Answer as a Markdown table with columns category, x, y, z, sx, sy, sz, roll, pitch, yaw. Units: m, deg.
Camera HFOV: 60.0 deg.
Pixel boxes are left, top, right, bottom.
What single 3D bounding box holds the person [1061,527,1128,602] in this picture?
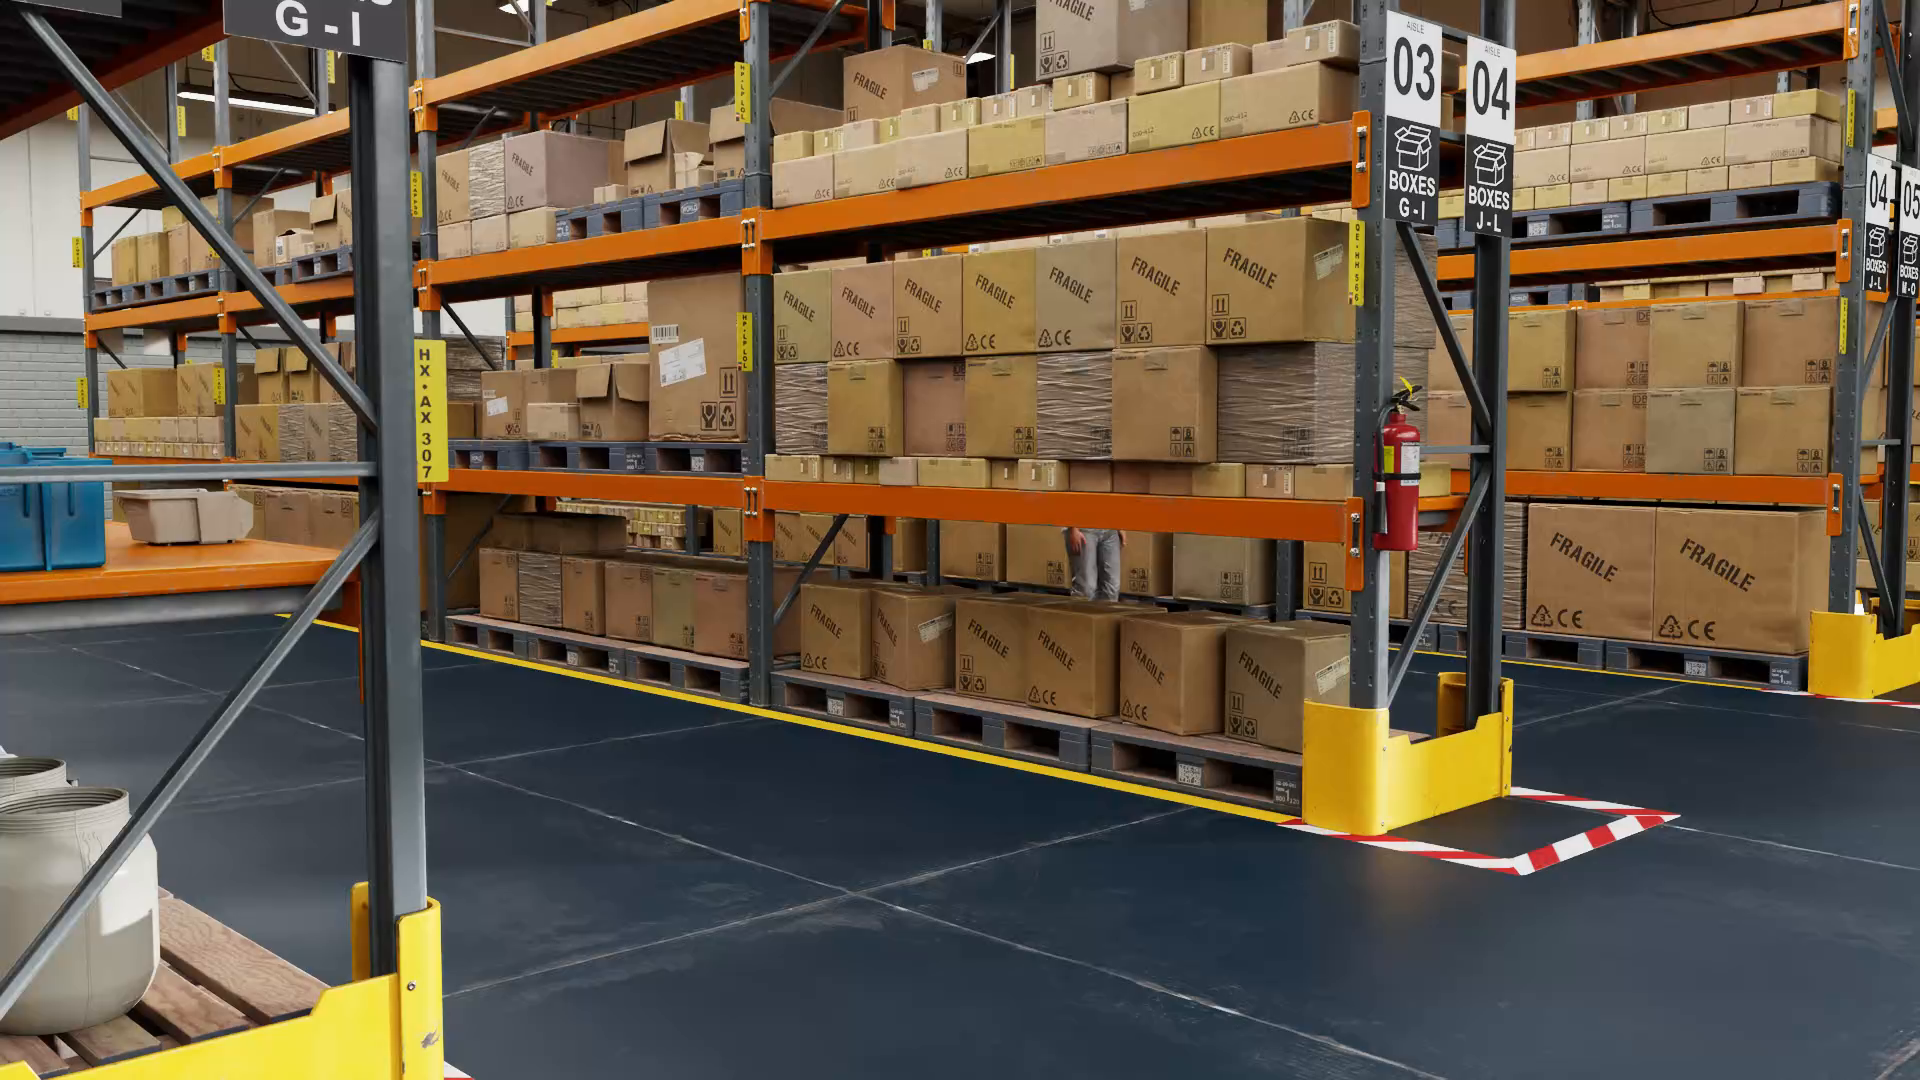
| category | x | y | z | sx | sy | sz | roll | pitch | yaw |
| --- | --- | --- | --- | --- | --- | --- | --- | --- | --- |
| person | 0.937 | -0.065 | 11.531 | 0.580 | 1.772 | 0.460 | -4 | 5 | -44 |
